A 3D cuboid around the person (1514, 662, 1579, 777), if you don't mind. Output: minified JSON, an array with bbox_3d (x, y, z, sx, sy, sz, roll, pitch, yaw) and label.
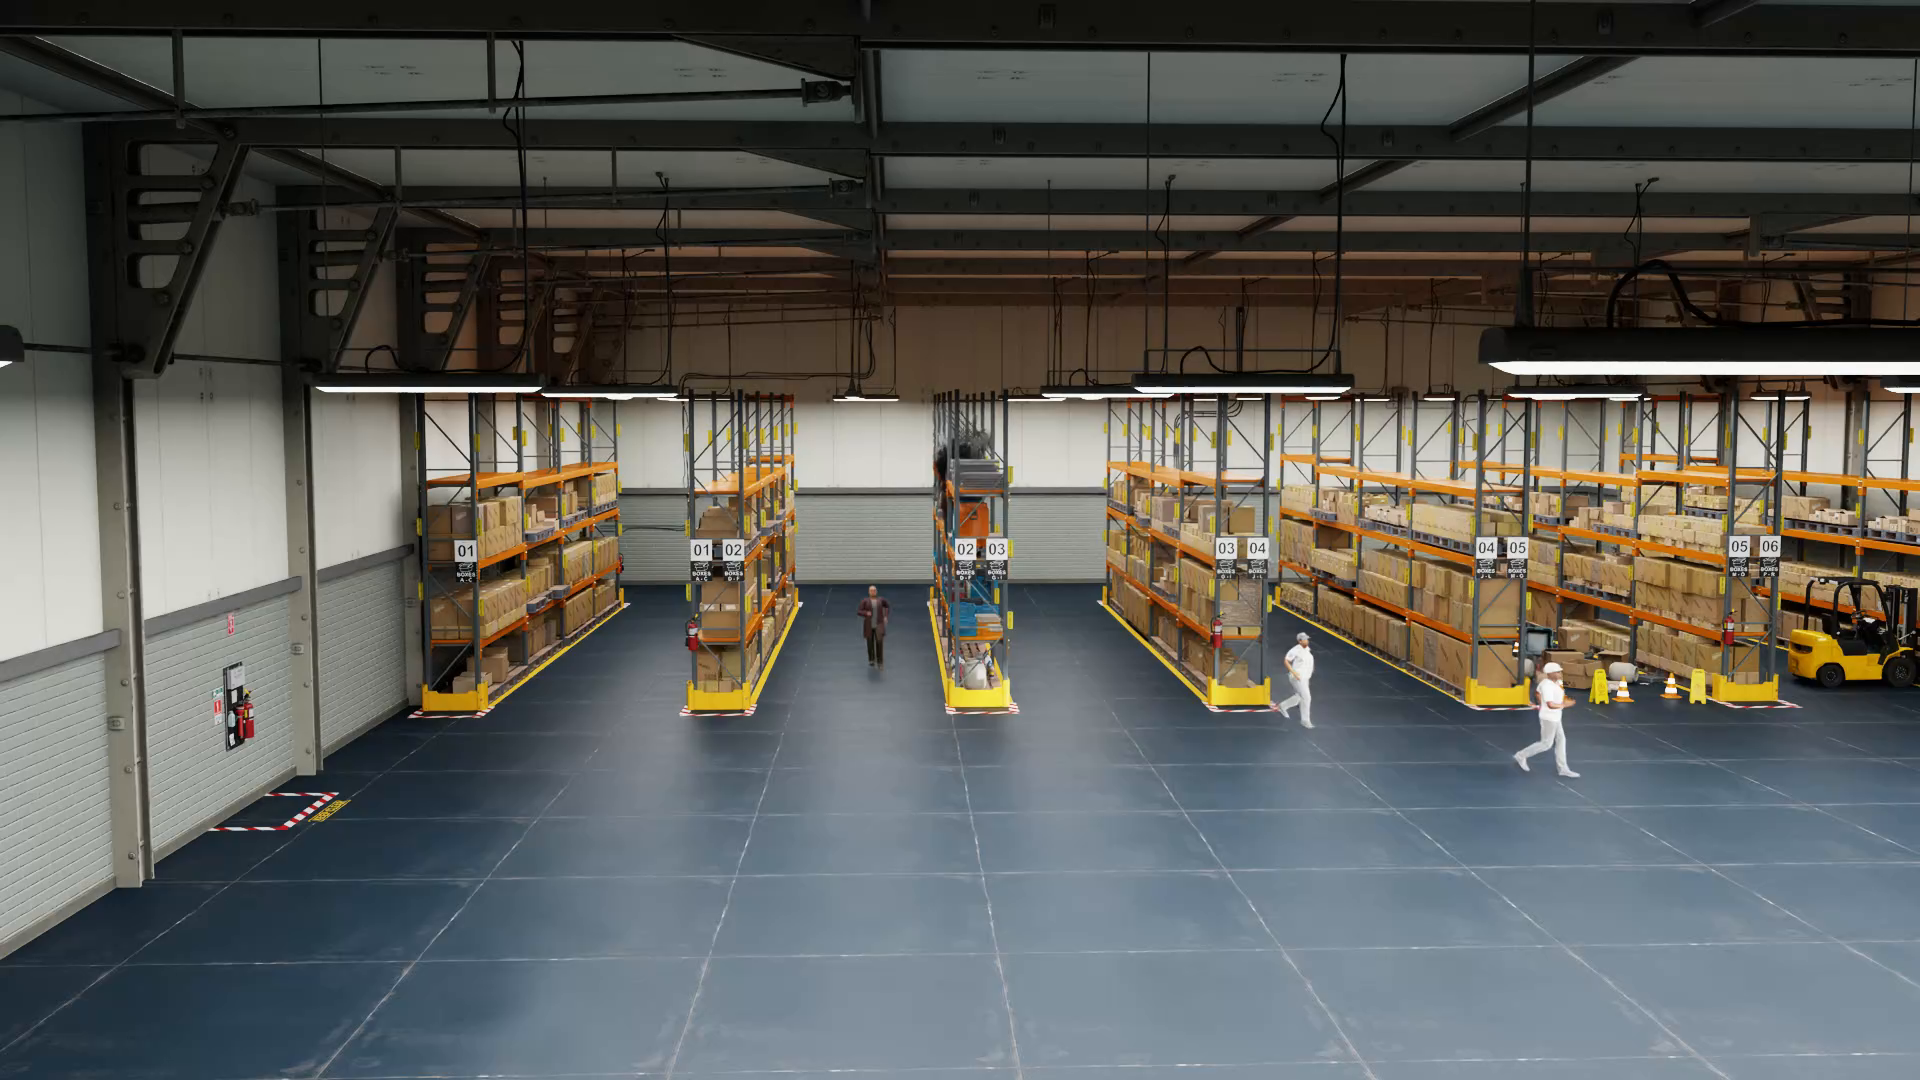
[{"bbox_3d":[9.016,2.741,25.488,0.953,1.747,0.702,2,5,26],"label":"person"}]

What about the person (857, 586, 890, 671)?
[{"bbox_3d":[-1.869,1.904,35.940,0.710,1.833,0.783,0,5,-4],"label":"person"}]

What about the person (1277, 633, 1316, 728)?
[{"bbox_3d":[6.034,2.483,29.720,0.818,1.693,0.620,4,6,39],"label":"person"}]

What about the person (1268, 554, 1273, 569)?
[{"bbox_3d":[8.756,0.894,48.999,0.804,1.728,0.796,0,5,1],"label":"person"}]
